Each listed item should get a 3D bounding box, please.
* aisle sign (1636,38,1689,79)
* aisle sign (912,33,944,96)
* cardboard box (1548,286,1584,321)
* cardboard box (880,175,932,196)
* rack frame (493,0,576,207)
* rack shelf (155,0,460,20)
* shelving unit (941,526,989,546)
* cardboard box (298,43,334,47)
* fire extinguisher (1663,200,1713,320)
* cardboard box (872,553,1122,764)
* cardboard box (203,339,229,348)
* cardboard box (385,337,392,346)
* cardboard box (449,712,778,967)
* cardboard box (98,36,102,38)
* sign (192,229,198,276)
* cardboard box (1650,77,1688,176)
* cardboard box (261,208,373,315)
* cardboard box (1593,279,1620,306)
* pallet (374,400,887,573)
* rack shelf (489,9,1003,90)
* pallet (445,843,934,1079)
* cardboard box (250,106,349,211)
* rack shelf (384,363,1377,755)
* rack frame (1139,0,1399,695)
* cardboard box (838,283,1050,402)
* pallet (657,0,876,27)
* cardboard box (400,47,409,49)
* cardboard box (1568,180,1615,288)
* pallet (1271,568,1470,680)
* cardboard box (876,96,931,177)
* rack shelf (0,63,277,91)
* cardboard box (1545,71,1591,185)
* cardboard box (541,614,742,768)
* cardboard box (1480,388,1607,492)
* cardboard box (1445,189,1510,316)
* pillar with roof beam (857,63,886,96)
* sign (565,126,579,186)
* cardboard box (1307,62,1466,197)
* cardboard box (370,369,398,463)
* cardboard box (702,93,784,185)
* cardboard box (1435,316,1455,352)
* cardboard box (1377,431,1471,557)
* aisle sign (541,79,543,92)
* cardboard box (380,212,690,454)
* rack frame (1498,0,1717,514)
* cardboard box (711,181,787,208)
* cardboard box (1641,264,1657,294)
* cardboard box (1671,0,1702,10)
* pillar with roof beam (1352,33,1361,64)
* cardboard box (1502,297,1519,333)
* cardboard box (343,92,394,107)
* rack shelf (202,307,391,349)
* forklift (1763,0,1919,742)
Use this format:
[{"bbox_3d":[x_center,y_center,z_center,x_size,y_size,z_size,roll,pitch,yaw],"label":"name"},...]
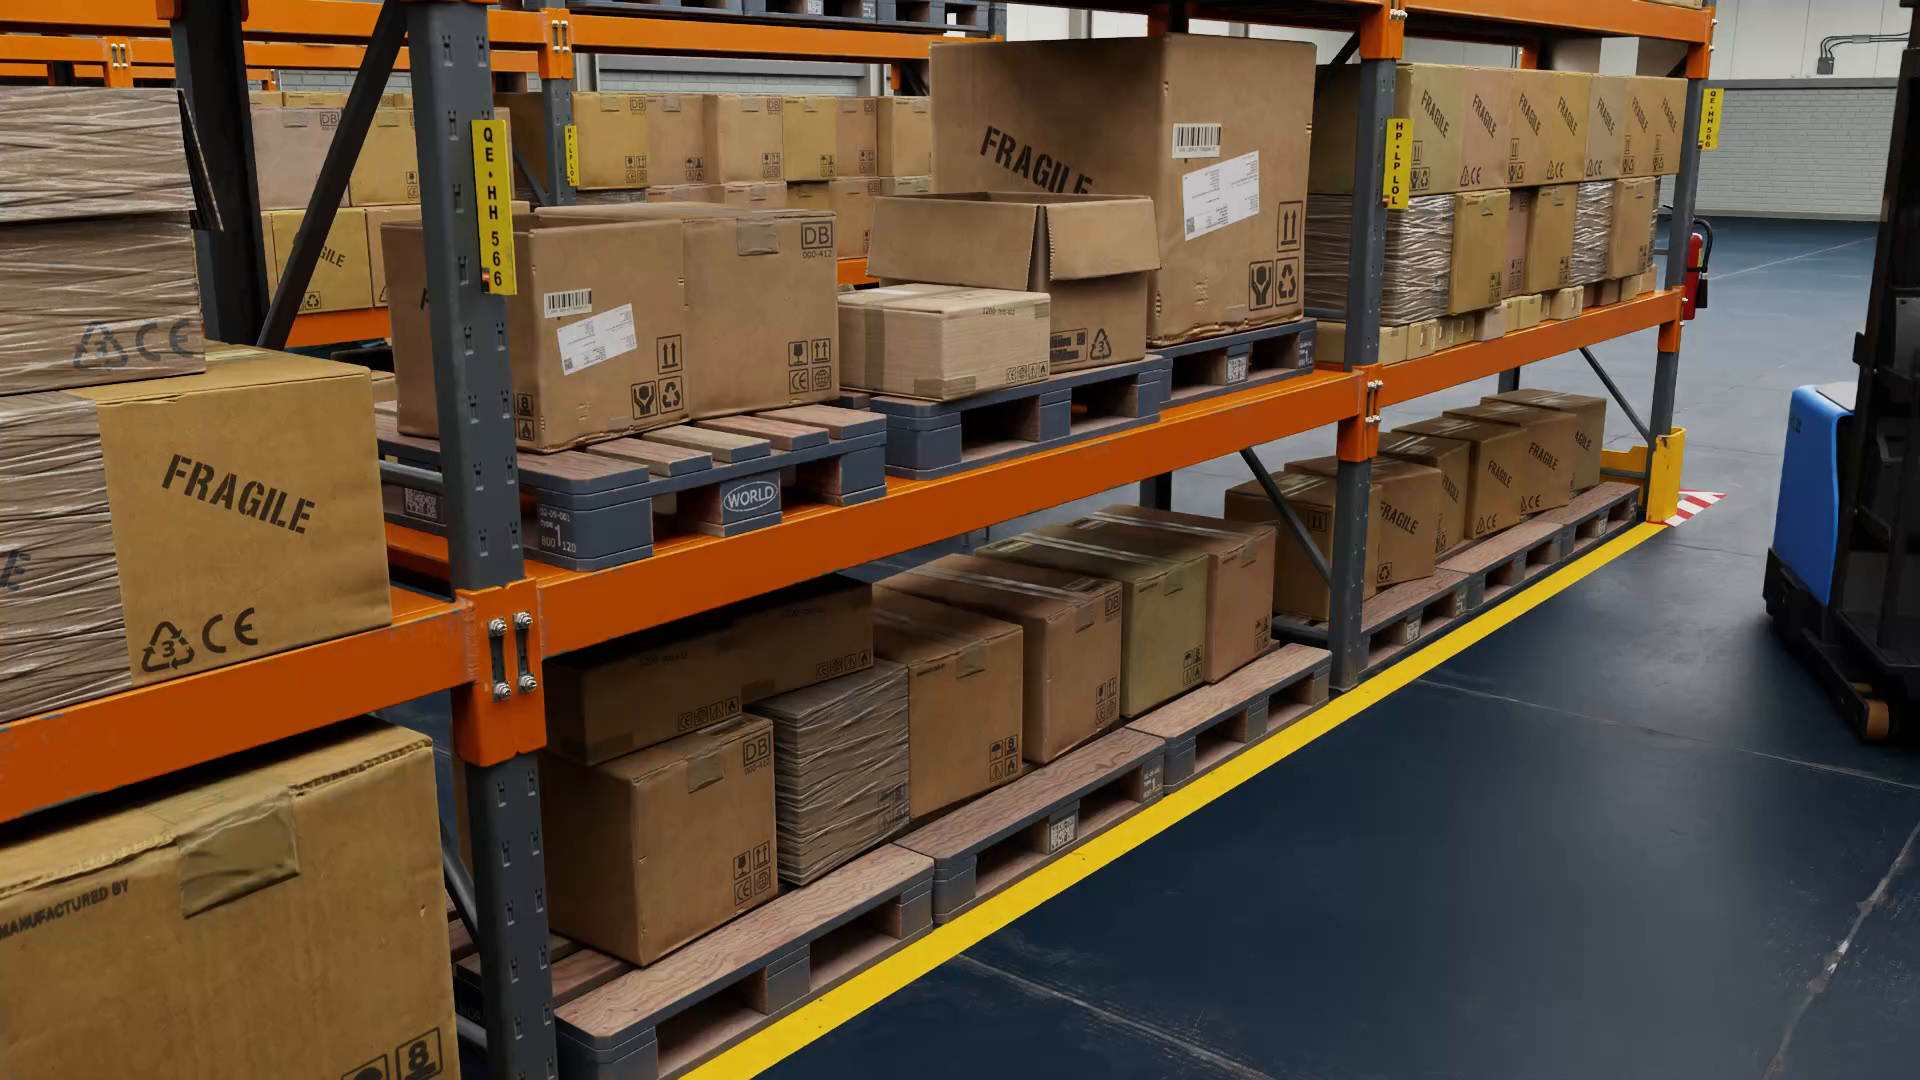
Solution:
[{"bbox_3d":[3.980,-2.913,9.219,0.394,0.787,0.004,11,18,38],"label":"aisle sign"},{"bbox_3d":[-0.276,-3.795,12.689,0.394,0.787,0.004,11,18,38],"label":"aisle sign"},{"bbox_3d":[2.828,-1.176,8.171,0.380,0.149,0.250,11,18,38],"label":"cardboard box"},{"bbox_3d":[-0.614,-2.361,12.019,0.875,0.550,0.550,11,18,38],"label":"cardboard box"},{"bbox_3d":[-2.601,-1.709,9.757,1.000,3.000,0.127,11,18,38],"label":"rack frame"},{"bbox_3d":[-2.578,-0.878,1.856,1.077,0.370,4.000,11,18,38],"label":"rack shelf"},{"bbox_3d":[0.009,-0.584,8.986,0.258,1.200,0.189,11,18,38],"label":"shelving unit"},{"bbox_3d":[-5.249,-4.043,13.362,0.380,0.149,0.250,11,18,36],"label":"cardboard box"},{"bbox_3d":[4.138,-1.601,9.490,0.296,0.674,0.183,11,18,38],"label":"fire extinguisher"},{"bbox_3d":[0.125,0.386,5.694,0.700,0.500,0.500,9,17,33],"label":"cardboard box"},{"bbox_3d":[-1.838,-0.153,3.431,0.500,0.500,0.500,12,19,39],"label":"cardboard box"},{"bbox_3d":[-4.956,-1.697,14.442,0.500,0.250,0.500,10,18,36],"label":"cardboard box"},{"bbox_3d":[-0.915,0.711,4.415,0.700,0.500,0.500,10,17,35],"label":"cardboard box"},{"bbox_3d":[-6.554,-3.895,12.782,0.380,0.149,0.250,11,18,38],"label":"cardboard box"},{"bbox_3d":[-1.749,-0.761,3.835,0.100,0.325,0.005,11,18,38],"label":"sign"},{"bbox_3d":[3.554,-2.222,8.938,0.500,0.500,0.500,11,18,38],"label":"cardboard box"},{"bbox_3d":[-3.356,-1.422,8.427,0.500,0.500,0.500,11,18,38],"label":"cardboard box"},{"bbox_3d":[3.245,-1.331,8.779,0.380,0.149,0.250,11,18,38],"label":"cardboard box"},{"bbox_3d":[-0.956,-0.216,4.270,1.213,0.211,1.003,11,18,38],"label":"pallet"},{"bbox_3d":[-1.344,-3.197,10.984,1.077,0.370,4.000,11,18,38],"label":"rack shelf"},{"bbox_3d":[-0.828,1.046,4.576,1.003,0.211,1.213,11,18,38],"label":"pallet"},{"bbox_3d":[-3.548,-1.950,8.474,0.700,0.500,0.500,11,18,38],"label":"cardboard box"},{"bbox_3d":[-0.064,-0.190,5.241,1.077,0.370,4.000,11,18,38],"label":"rack shelf"},{"bbox_3d":[1.193,-0.922,6.660,1.000,3.000,0.127,11,18,38],"label":"rack frame"},{"bbox_3d":[-0.088,-0.572,4.735,0.500,0.250,0.500,11,18,36],"label":"cardboard box"},{"bbox_3d":[-1.312,-3.507,10.925,1.003,0.211,1.213,11,18,38],"label":"pallet"},{"bbox_3d":[-4.834,-4.201,13.986,0.380,0.149,0.250,11,18,36],"label":"cardboard box"},{"bbox_3d":[2.772,-1.576,8.428,0.875,0.500,0.500,11,18,38],"label":"cardboard box"},{"bbox_3d":[1.588,0.295,7.531,1.003,0.211,1.213,11,18,38],"label":"pallet"},{"bbox_3d":[-0.624,-2.886,11.895,0.875,0.550,0.550,11,18,38],"label":"cardboard box"},{"bbox_3d":[-9.121,-4.711,16.944,1.077,0.370,4.000,11,18,38],"label":"rack shelf"},{"bbox_3d":[2.607,-1.935,7.810,0.500,0.500,0.500,11,18,38],"label":"cardboard box"},{"bbox_3d":[-0.923,0.346,4.329,0.500,0.250,0.500,12,19,40],"label":"cardboard box"},{"bbox_3d":[3.302,-0.563,9.471,0.500,0.500,0.500,-12,18,-39],"label":"cardboard box"},{"bbox_3d":[1.866,-1.281,7.268,0.875,0.500,0.500,11,18,38],"label":"cardboard box"},{"bbox_3d":[1.888,-8.535,24.442,9.100,9.000,0.400,11,18,38],"label":"pillar with roof beam"},{"bbox_3d":[-2.173,-2.150,9.301,0.100,0.325,0.005,11,18,38],"label":"sign"},{"bbox_3d":[1.674,-1.646,6.672,0.500,0.500,0.500,11,18,38],"label":"cardboard box"},{"bbox_3d":[-3.530,-0.505,8.735,1.050,0.750,0.750,11,18,38],"label":"cardboard box"},{"bbox_3d":[-1.641,-2.576,10.672,0.875,0.550,0.550,11,18,38],"label":"cardboard box"},{"bbox_3d":[1.865,-0.893,7.056,0.380,0.149,0.250,11,18,38],"label":"cardboard box"},{"bbox_3d":[2.159,-0.226,8.145,0.500,0.500,0.500,9,17,33],"label":"cardboard box"},{"bbox_3d":[-3.736,-4.448,15.262,0.394,0.787,0.004,11,18,38],"label":"aisle sign"},{"bbox_3d":[-1.012,-0.517,4.012,0.500,0.500,0.500,9,17,31],"label":"cardboard box"},{"bbox_3d":[3.707,-1.688,9.675,1.000,3.000,0.127,11,18,38],"label":"rack frame"},{"bbox_3d":[-1.619,-2.048,10.788,0.875,0.550,0.550,11,18,38],"label":"cardboard box"},{"bbox_3d":[3.689,-1.480,9.366,0.380,0.149,0.250,11,18,38],"label":"cardboard box"},{"bbox_3d":[3.602,-2.937,8.806,0.500,0.250,0.500,12,18,39],"label":"cardboard box"},{"bbox_3d":[13.201,-11.982,38.012,9.100,9.000,0.400,11,18,38],"label":"pillar with roof beam"},{"bbox_3d":[2.329,-1.038,7.627,0.380,0.149,0.250,11,18,38],"label":"cardboard box"},{"bbox_3d":[-5.138,-3.484,13.906,0.700,0.500,0.500,11,18,37],"label":"cardboard box"},{"bbox_3d":[-3.858,-0.977,8.338,1.077,0.370,4.000,11,18,38],"label":"rack shelf"},{"bbox_3d":[3.935,-0.713,5.978,1.130,2.935,3.031,3,15,13],"label":"forklift"}]
